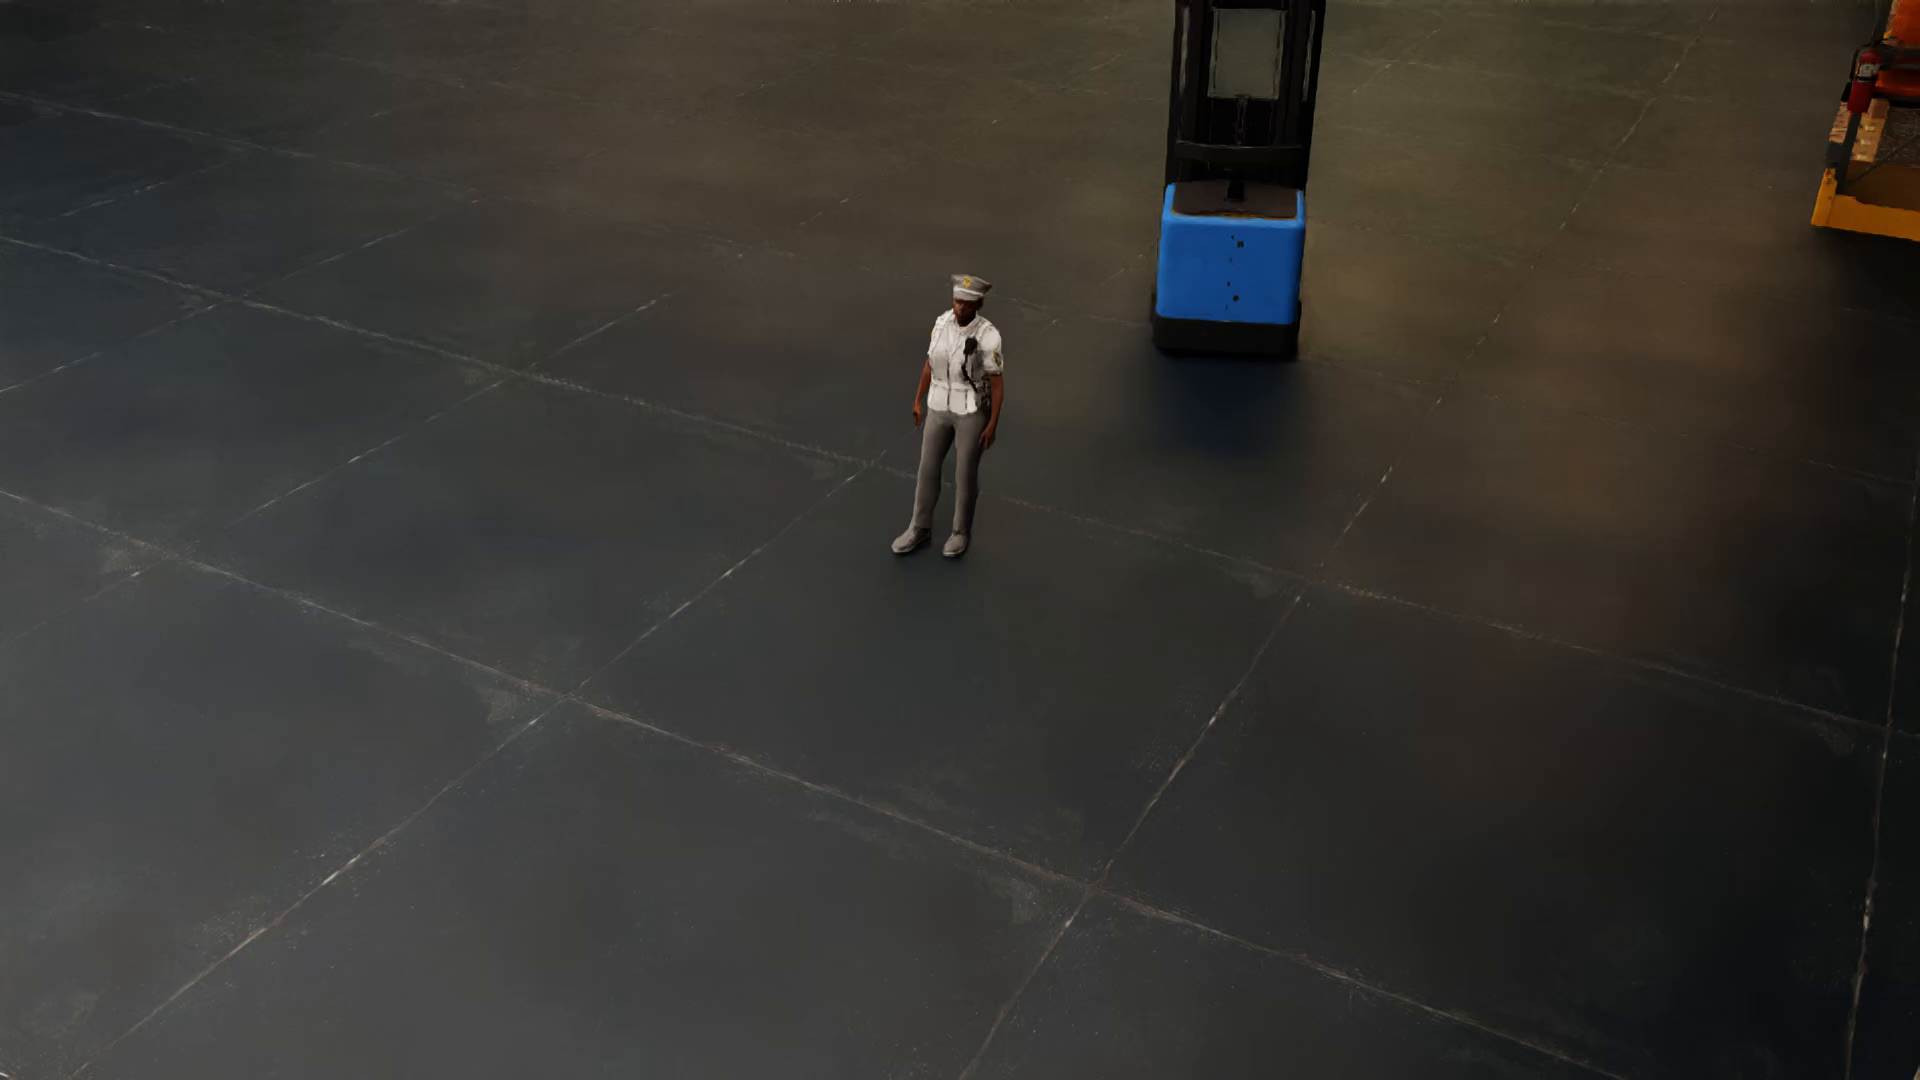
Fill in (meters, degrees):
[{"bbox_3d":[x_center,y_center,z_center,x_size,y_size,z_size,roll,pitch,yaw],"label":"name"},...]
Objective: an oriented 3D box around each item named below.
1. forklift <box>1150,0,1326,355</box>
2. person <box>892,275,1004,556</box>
[{"bbox_3d":[2.174,-3.346,12.868,1.130,2.935,3.031,4,30,8],"label":"forklift"},{"bbox_3d":[-0.053,-0.713,9.527,0.570,1.695,0.529,15,33,25],"label":"person"}]
